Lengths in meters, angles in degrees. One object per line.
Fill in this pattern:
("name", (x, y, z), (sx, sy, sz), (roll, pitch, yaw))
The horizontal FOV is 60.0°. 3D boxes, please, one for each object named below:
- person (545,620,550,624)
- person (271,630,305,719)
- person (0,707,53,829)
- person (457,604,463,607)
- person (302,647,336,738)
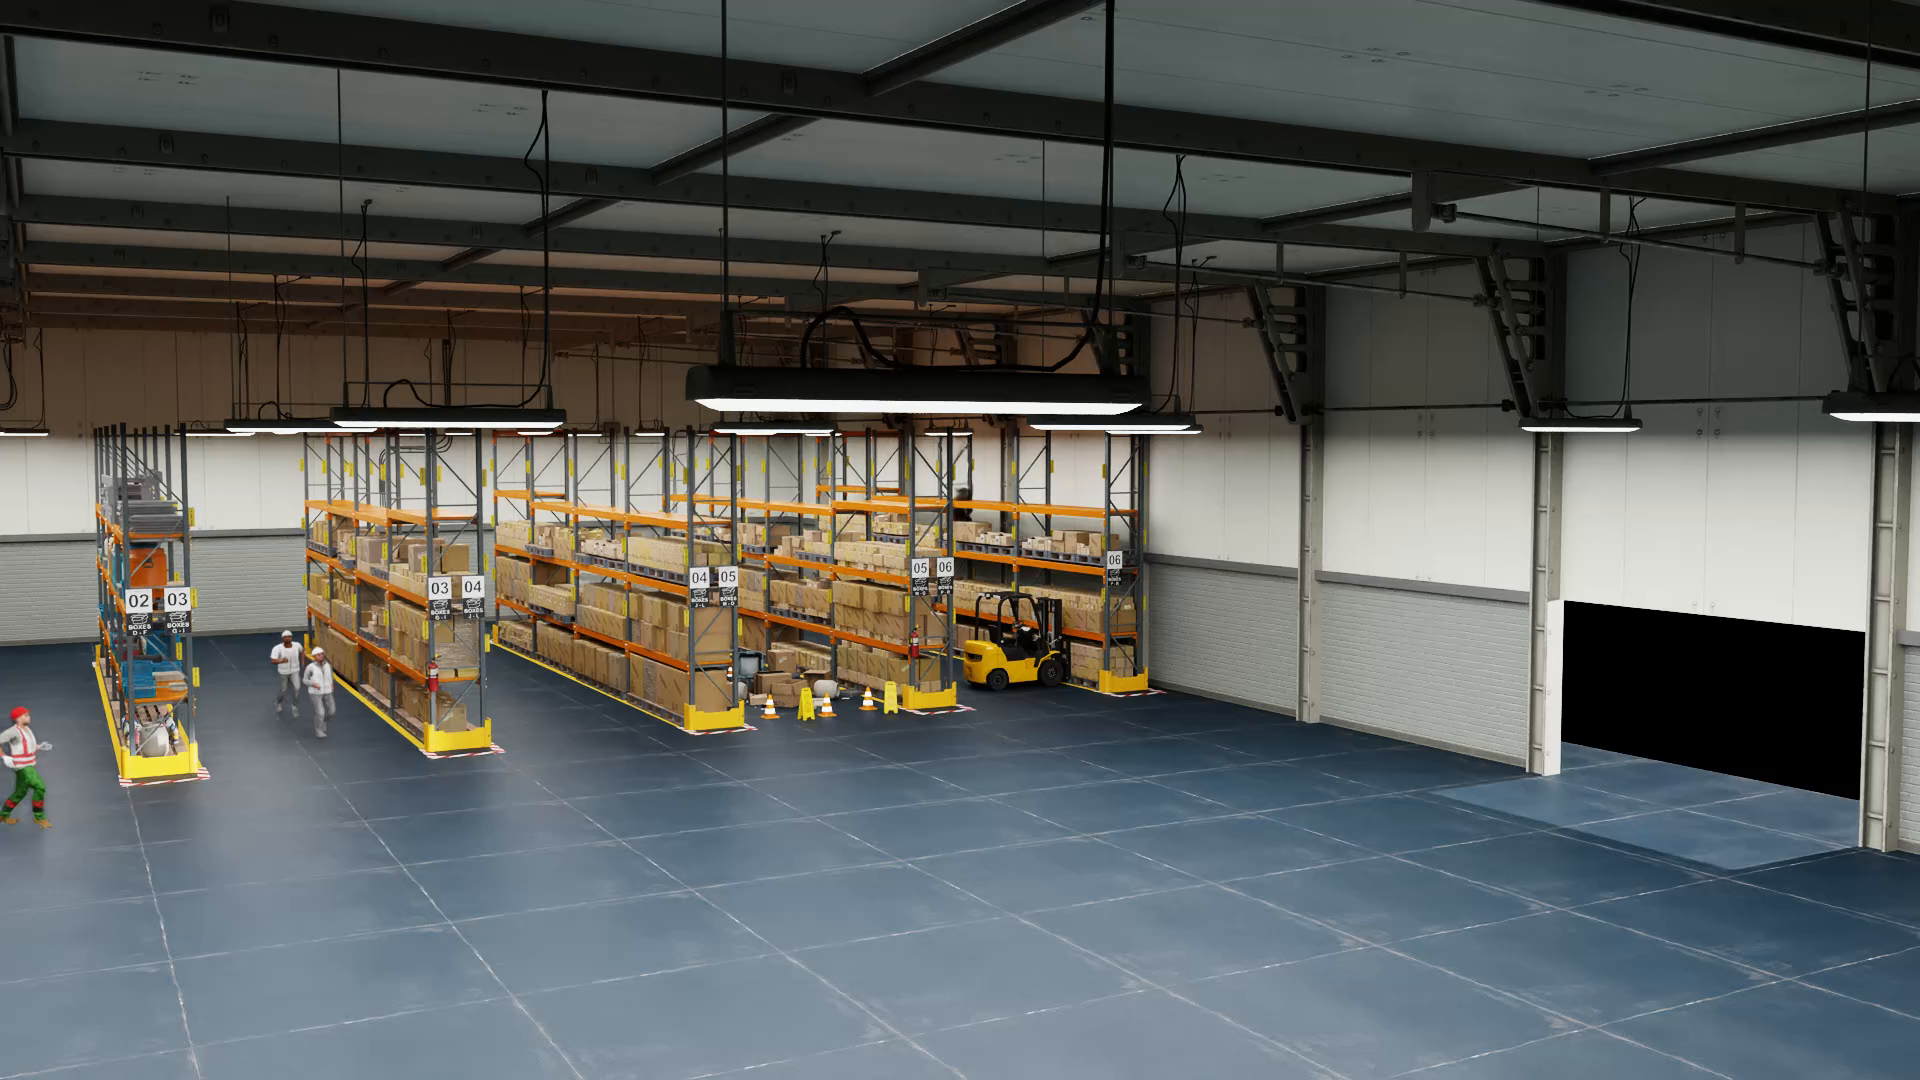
("person", (-12.088, 1.869, 49.458), (0.631, 1.772, 1.088), (3, 5, 44))
("person", (-13.886, 2.763, 34.382), (0.710, 1.820, 0.906), (-2, 4, -34))
("person", (-13.776, 3.357, 24.442), (0.816, 1.810, 0.667), (-1, 4, -11))
("person", (-13.719, 2.180, 45.606), (0.597, 1.600, 0.634), (-1, 4, -18))
("person", (-12.250, 2.924, 31.902), (0.597, 1.724, 0.654), (3, 5, 42))
